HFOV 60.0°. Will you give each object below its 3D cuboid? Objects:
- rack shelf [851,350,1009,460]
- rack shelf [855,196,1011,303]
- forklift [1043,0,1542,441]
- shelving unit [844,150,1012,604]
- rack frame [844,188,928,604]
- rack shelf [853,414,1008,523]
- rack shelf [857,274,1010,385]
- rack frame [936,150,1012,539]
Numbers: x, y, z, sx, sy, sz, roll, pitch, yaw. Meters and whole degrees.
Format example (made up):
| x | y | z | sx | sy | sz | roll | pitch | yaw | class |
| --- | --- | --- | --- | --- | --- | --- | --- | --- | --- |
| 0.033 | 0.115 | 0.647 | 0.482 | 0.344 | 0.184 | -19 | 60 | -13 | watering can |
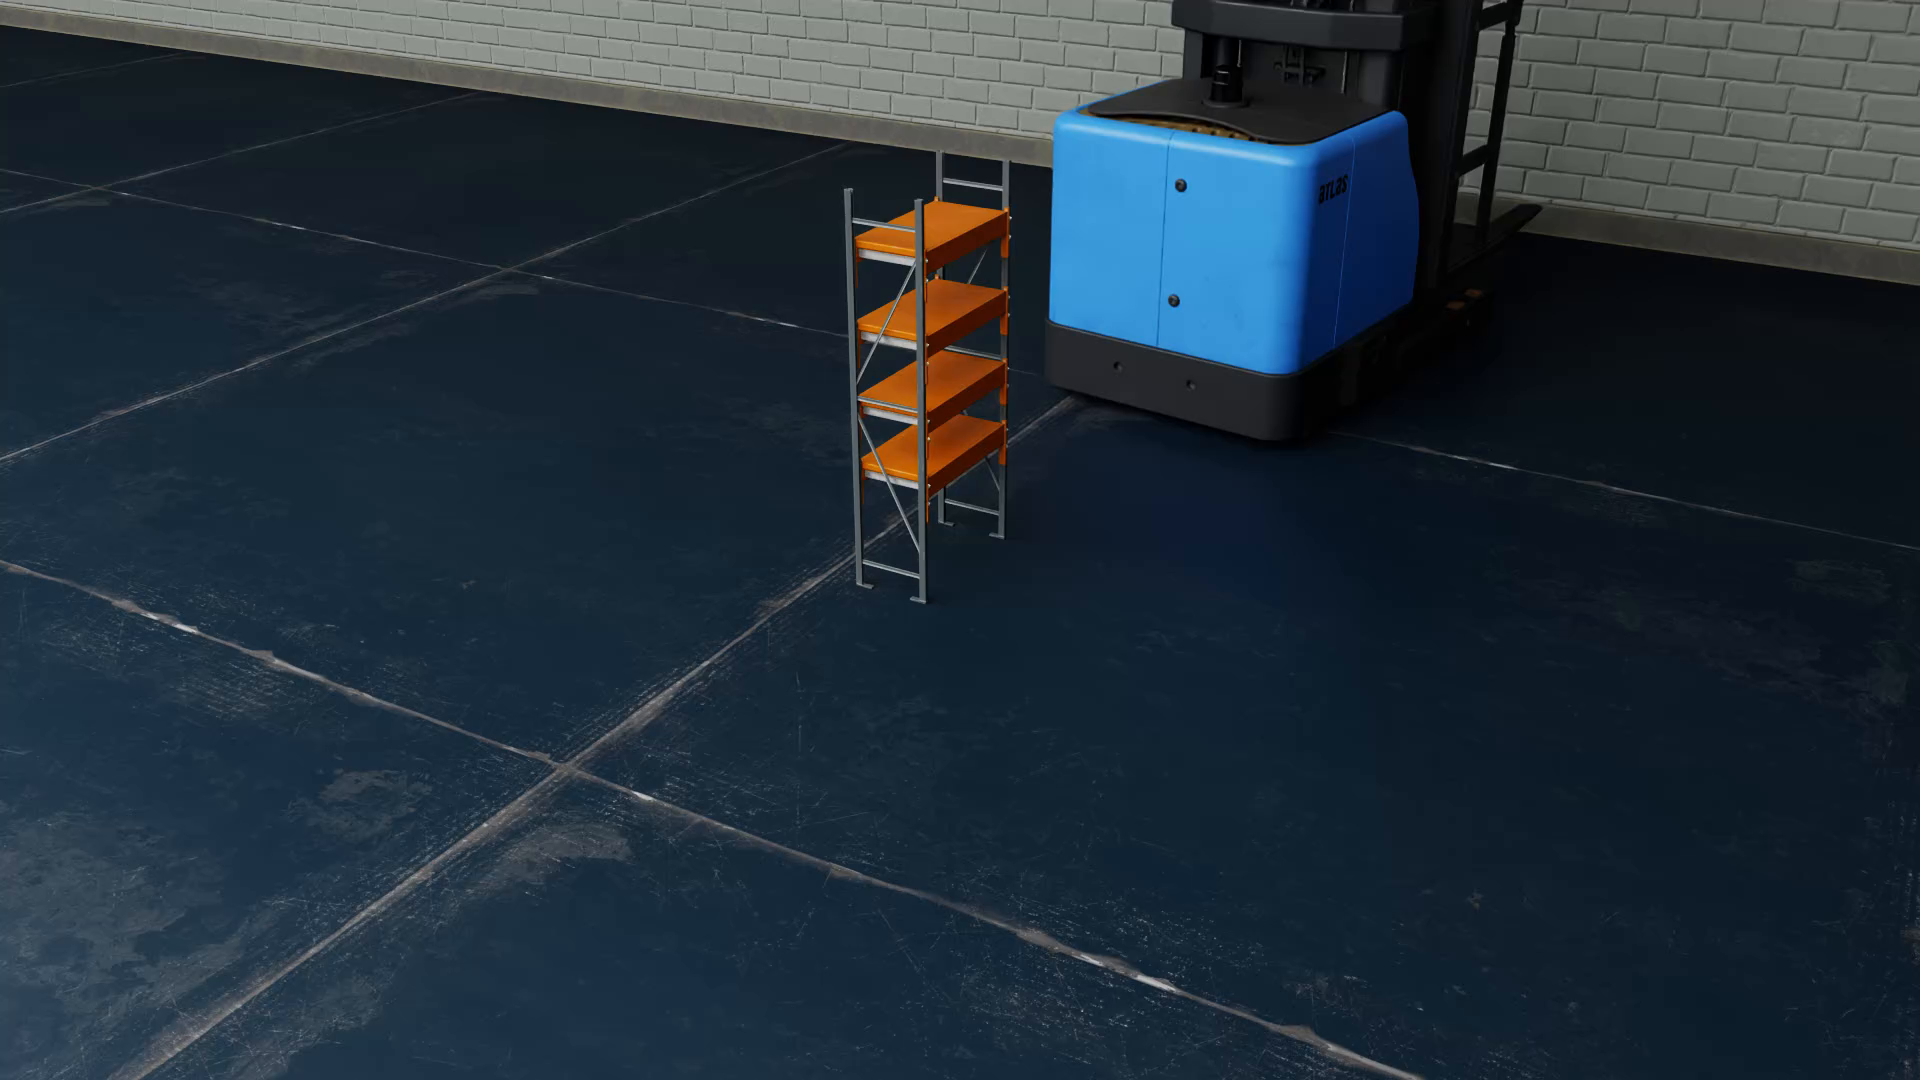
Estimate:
| x | y | z | sx | sy | sz | roll | pitch | yaw | class |
| --- | --- | --- | --- | --- | --- | --- | --- | --- | --- |
| -0.081 | -0.412 | 4.883 | 0.258 | 0.148 | 0.480 | 14 | 30 | 26 | rack shelf |
| -0.081 | -0.823 | 4.677 | 0.258 | 0.148 | 0.480 | 14 | 30 | 26 | rack shelf |
| 1.602 | -2.254 | 6.478 | 1.130 | 2.935 | 3.031 | 19 | 32 | 32 | forklift |
| -0.081 | -0.472 | 4.853 | 0.258 | 1.200 | 0.503 | 14 | 30 | 26 | shelving unit |
| -0.201 | -0.377 | 4.663 | 0.240 | 1.200 | 0.015 | 14 | 30 | 26 | rack frame |
| -0.081 | -0.234 | 4.972 | 0.258 | 0.148 | 0.480 | 14 | 30 | 26 | rack shelf |
| -0.081 | -0.612 | 4.783 | 0.258 | 0.148 | 0.480 | 14 | 30 | 26 | rack shelf |
| 0.039 | -0.567 | 5.043 | 0.240 | 1.200 | 0.015 | 14 | 30 | 26 | rack frame |
